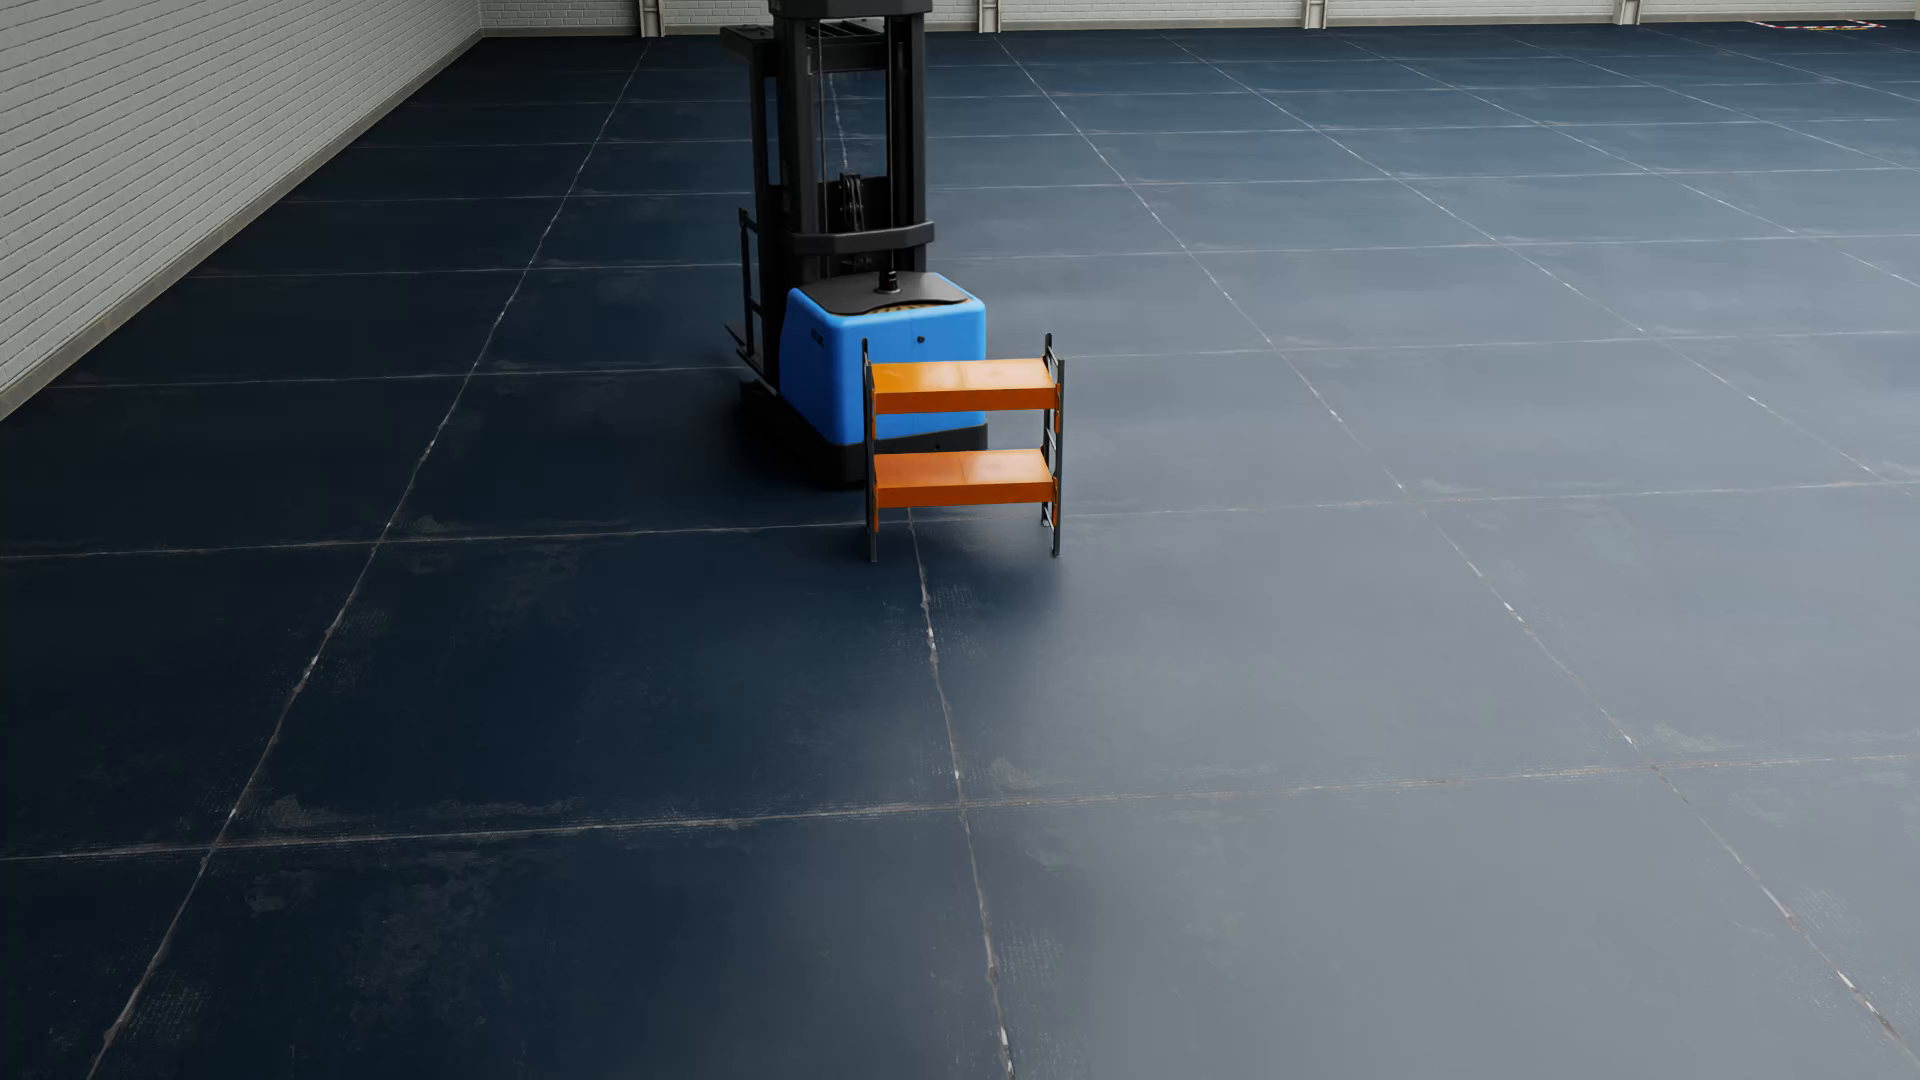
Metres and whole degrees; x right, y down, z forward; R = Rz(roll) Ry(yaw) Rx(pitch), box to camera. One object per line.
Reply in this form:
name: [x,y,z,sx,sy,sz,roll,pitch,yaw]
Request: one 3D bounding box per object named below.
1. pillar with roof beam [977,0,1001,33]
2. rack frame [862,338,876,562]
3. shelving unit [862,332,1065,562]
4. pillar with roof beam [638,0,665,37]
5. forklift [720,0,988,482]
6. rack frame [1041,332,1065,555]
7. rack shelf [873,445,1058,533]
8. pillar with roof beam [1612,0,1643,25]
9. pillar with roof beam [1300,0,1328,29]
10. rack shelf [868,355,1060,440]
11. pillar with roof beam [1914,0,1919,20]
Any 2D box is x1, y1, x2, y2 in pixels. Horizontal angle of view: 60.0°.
pillar with roof beam: [0.946,-11.565,24.326,0.400,9.000,9.100,-2,24,-5]
rack frame: [-0.499,-0.494,9.113,0.032,1.125,0.500,-2,24,-5]
shelving unit: [0.007,-0.514,9.159,1.048,1.125,0.538,-2,24,-5]
pillar with roof beam: [-5.025,-11.325,23.788,0.400,9.000,9.100,-2,24,-5]
forklift: [-0.868,-2.254,10.850,1.130,2.935,3.031,-10,26,-21]
rack frame: [0.513,-0.535,9.204,0.032,1.125,0.500,-2,24,-5]
rack shelf: [0.007,-0.291,9.258,1.000,0.278,0.538,-2,24,-5]
pillar with roof beam: [12.888,-12.044,25.404,0.400,9.000,9.100,-2,24,-5]
pillar with roof beam: [6.917,-11.804,24.865,0.400,9.000,9.100,-2,24,-5]
rack shelf: [0.007,-0.782,9.040,1.000,0.278,0.538,-2,24,-5]
pillar with roof beam: [18.859,-12.284,25.943,0.400,9.000,9.100,-2,24,-5]
